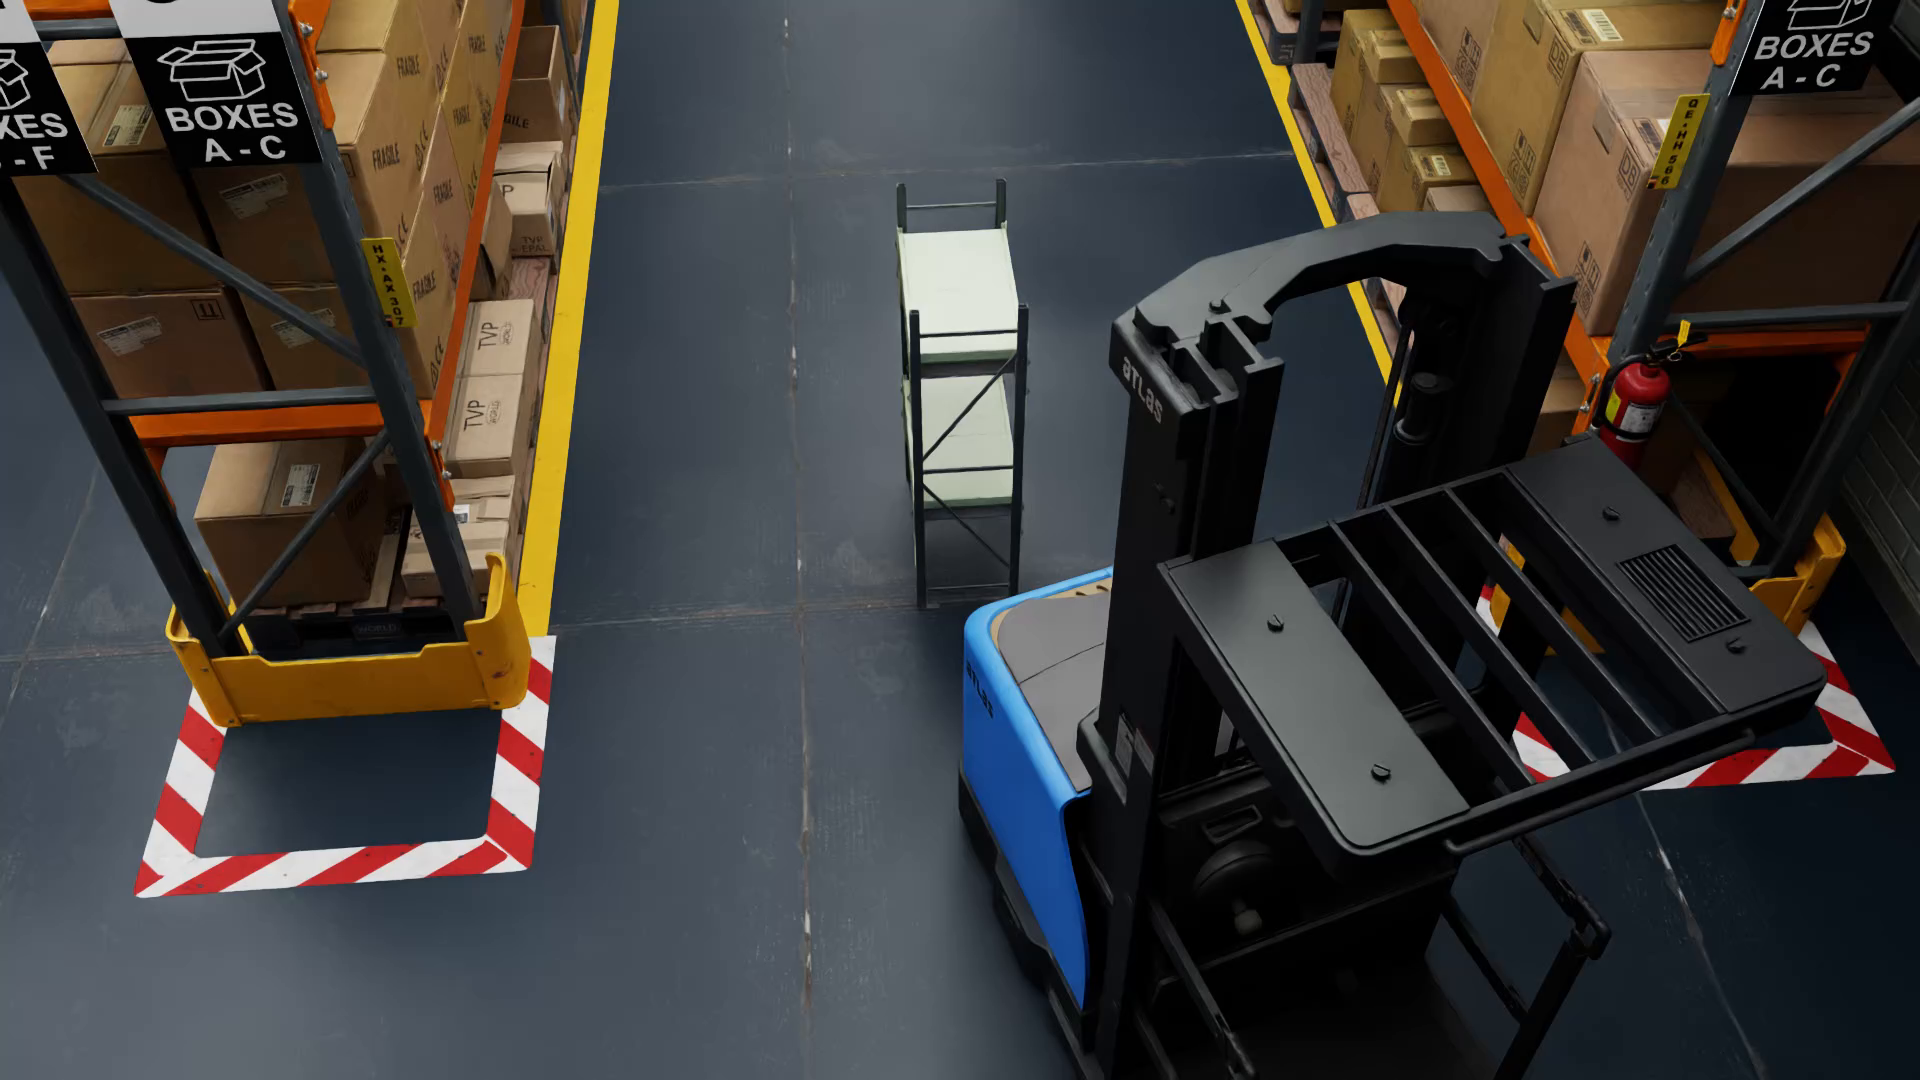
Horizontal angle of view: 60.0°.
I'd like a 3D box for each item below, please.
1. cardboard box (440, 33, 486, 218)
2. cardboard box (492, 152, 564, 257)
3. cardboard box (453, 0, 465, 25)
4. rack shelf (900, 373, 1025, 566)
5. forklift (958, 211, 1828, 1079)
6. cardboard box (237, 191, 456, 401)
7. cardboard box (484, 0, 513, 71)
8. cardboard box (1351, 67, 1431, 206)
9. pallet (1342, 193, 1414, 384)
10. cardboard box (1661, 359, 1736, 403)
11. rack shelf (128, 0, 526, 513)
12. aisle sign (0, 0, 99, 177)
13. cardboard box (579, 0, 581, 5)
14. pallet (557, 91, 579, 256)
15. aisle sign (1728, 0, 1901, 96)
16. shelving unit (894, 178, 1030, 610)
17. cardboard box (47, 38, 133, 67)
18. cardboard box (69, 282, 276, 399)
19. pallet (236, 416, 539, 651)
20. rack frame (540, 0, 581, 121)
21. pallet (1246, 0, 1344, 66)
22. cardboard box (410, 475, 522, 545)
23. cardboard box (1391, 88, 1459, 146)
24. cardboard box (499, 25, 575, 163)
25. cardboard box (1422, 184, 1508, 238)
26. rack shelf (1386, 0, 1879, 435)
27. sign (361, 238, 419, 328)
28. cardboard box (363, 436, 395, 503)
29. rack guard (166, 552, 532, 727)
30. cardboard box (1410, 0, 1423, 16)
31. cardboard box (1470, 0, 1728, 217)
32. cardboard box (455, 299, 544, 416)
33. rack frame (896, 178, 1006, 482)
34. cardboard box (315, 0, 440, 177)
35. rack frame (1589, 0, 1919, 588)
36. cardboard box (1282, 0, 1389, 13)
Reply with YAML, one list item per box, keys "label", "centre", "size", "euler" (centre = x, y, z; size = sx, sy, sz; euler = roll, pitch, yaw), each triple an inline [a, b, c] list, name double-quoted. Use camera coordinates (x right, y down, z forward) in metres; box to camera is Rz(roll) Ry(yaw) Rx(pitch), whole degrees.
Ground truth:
- label: "cardboard box"
  centre: [-2.099, -1.539, 6.210]
  size: [0.500, 0.500, 0.500]
  euler: [-4, 47, -3]
- label: "cardboard box"
  centre: [-2.179, -1.615, 7.899]
  size: [0.500, 0.311, 0.500]
  euler: [-3, 47, -3]
- label: "cardboard box"
  centre: [-2.144, -2.254, 6.198]
  size: [0.500, 0.500, 0.500]
  euler: [-4, 47, -4]
- label: "rack shelf"
  centre: [-0.001, -0.296, 6.583]
  size: [0.431, 0.370, 0.720]
  euler: [-3, 47, -3]
- label: "forklift"
  centre: [1.018, 0.814, 4.097]
  size: [1.130, 2.935, 3.031]
  euler: [-16, 49, -15]
- label: "cardboard box"
  centre: [-2.012, -0.803, 5.512]
  size: [0.500, 0.500, 0.500]
  euler: [-3, 47, -2]
- label: "cardboard box"
  centre: [-2.185, -2.270, 6.901]
  size: [0.500, 0.500, 0.500]
  euler: [-3, 47, -2]
- label: "cardboard box"
  centre: [2.363, -2.003, 8.150]
  size: [0.700, 0.500, 0.500]
  euler: [-4, 47, -4]
- label: "pallet"
  centre: [2.455, -1.231, 7.907]
  size: [1.003, 0.211, 1.213]
  euler: [-3, 47, -3]
- label: "cardboard box"
  centre: [2.750, -0.665, 6.436]
  size: [0.380, 0.149, 0.250]
  euler: [-3, 47, -3]
- label: "rack shelf"
  centre: [-2.405, -1.631, 6.861]
  size: [1.077, 0.370, 4.000]
  euler: [-3, 47, -3]
- label: "aisle sign"
  centre: [-2.537, -1.258, 4.221]
  size: [0.394, 0.787, 0.004]
  euler: [-3, 47, -3]
- label: "cardboard box"
  centre: [-2.426, -3.367, 9.428]
  size: [0.500, 0.500, 0.500]
  euler: [-3, 47, -3]
- label: "pallet"
  centre: [-2.516, -1.870, 8.512]
  size: [1.003, 0.211, 1.213]
  euler: [-3, 47, -3]
- label: "aisle sign"
  centre: [2.406, -1.559, 4.507]
  size: [0.394, 0.787, 0.004]
  euler: [-3, 47, -3]
- label: "shelving unit"
  centre: [-0.001, -0.521, 6.347]
  size: [0.431, 1.500, 0.755]
  euler: [-3, 47, -3]
- label: "cardboard box"
  centre: [-2.592, -1.481, 5.465]
  size: [0.500, 0.500, 0.500]
  euler: [-2, 47, -2]
- label: "cardboard box"
  centre: [-2.546, -0.774, 5.484]
  size: [0.500, 0.500, 0.500]
  euler: [-2, 47, -2]
- label: "pallet"
  centre: [-2.312, -0.104, 6.840]
  size: [1.003, 0.211, 1.213]
  euler: [-3, 47, -3]
- label: "rack frame"
  centre: [-2.572, -3.326, 7.970]
  size: [1.000, 3.000, 0.127]
  euler: [-3, 47, -3]
- label: "pallet"
  centre: [2.224, -3.224, 9.795]
  size: [1.003, 0.211, 1.213]
  euler: [-3, 47, -3]
- label: "cardboard box"
  centre: [-1.951, -0.113, 6.576]
  size: [0.380, 0.166, 0.250]
  euler: [-3, 47, -3]
- label: "cardboard box"
  centre: [2.215, -1.954, 7.656]
  size: [0.380, 0.149, 0.250]
  euler: [-5, 47, -4]
- label: "cardboard box"
  centre: [-2.242, -2.222, 8.344]
  size: [0.500, 0.500, 0.500]
  euler: [-3, 47, -3]
- label: "cardboard box"
  centre: [2.456, -1.247, 7.434]
  size: [0.700, 0.500, 0.500]
  euler: [-5, 47, -5]
- label: "rack shelf"
  centre: [2.531, -1.935, 7.149]
  size: [1.077, 0.370, 4.000]
  euler: [-3, 47, -3]
- label: "sign"
  centre: [-1.697, -0.762, 4.946]
  size: [0.100, 0.325, 0.005]
  euler: [-3, 47, -3]
- label: "cardboard box"
  centre: [-2.473, -0.286, 6.739]
  size: [0.380, 0.166, 0.250]
  euler: [-3, 47, -3]
- label: "rack guard"
  centre: [-2.244, 0.373, 6.189]
  size: [1.175, 0.500, 0.348]
  euler: [-3, 47, -3]
- label: "cardboard box"
  centre: [2.448, -2.811, 7.276]
  size: [0.980, 0.700, 0.700]
  euler: [-5, 47, -4]
- label: "cardboard box"
  centre: [2.574, -1.733, 6.255]
  size: [0.980, 0.700, 0.700]
  euler: [-4, 47, -4]
- label: "cardboard box"
  centre: [-2.084, -0.772, 7.142]
  size: [0.500, 0.250, 0.500]
  euler: [-3, 47, -3]
- label: "rack frame"
  centre: [-0.031, -0.785, 6.597]
  size: [0.400, 1.500, 0.023]
  euler: [-3, 47, -3]
- label: "cardboard box"
  centre: [-2.063, -1.525, 5.507]
  size: [0.500, 0.500, 0.500]
  euler: [-3, 47, -3]
- label: "rack frame"
  centre: [2.699, -0.735, 5.517]
  size: [1.000, 3.000, 0.127]
  euler: [-3, 47, -3]
- label: "cardboard box"
  centre: [2.180, -3.497, 9.324]
  size: [0.750, 0.750, 0.750]
  euler: [-3, 47, -3]
